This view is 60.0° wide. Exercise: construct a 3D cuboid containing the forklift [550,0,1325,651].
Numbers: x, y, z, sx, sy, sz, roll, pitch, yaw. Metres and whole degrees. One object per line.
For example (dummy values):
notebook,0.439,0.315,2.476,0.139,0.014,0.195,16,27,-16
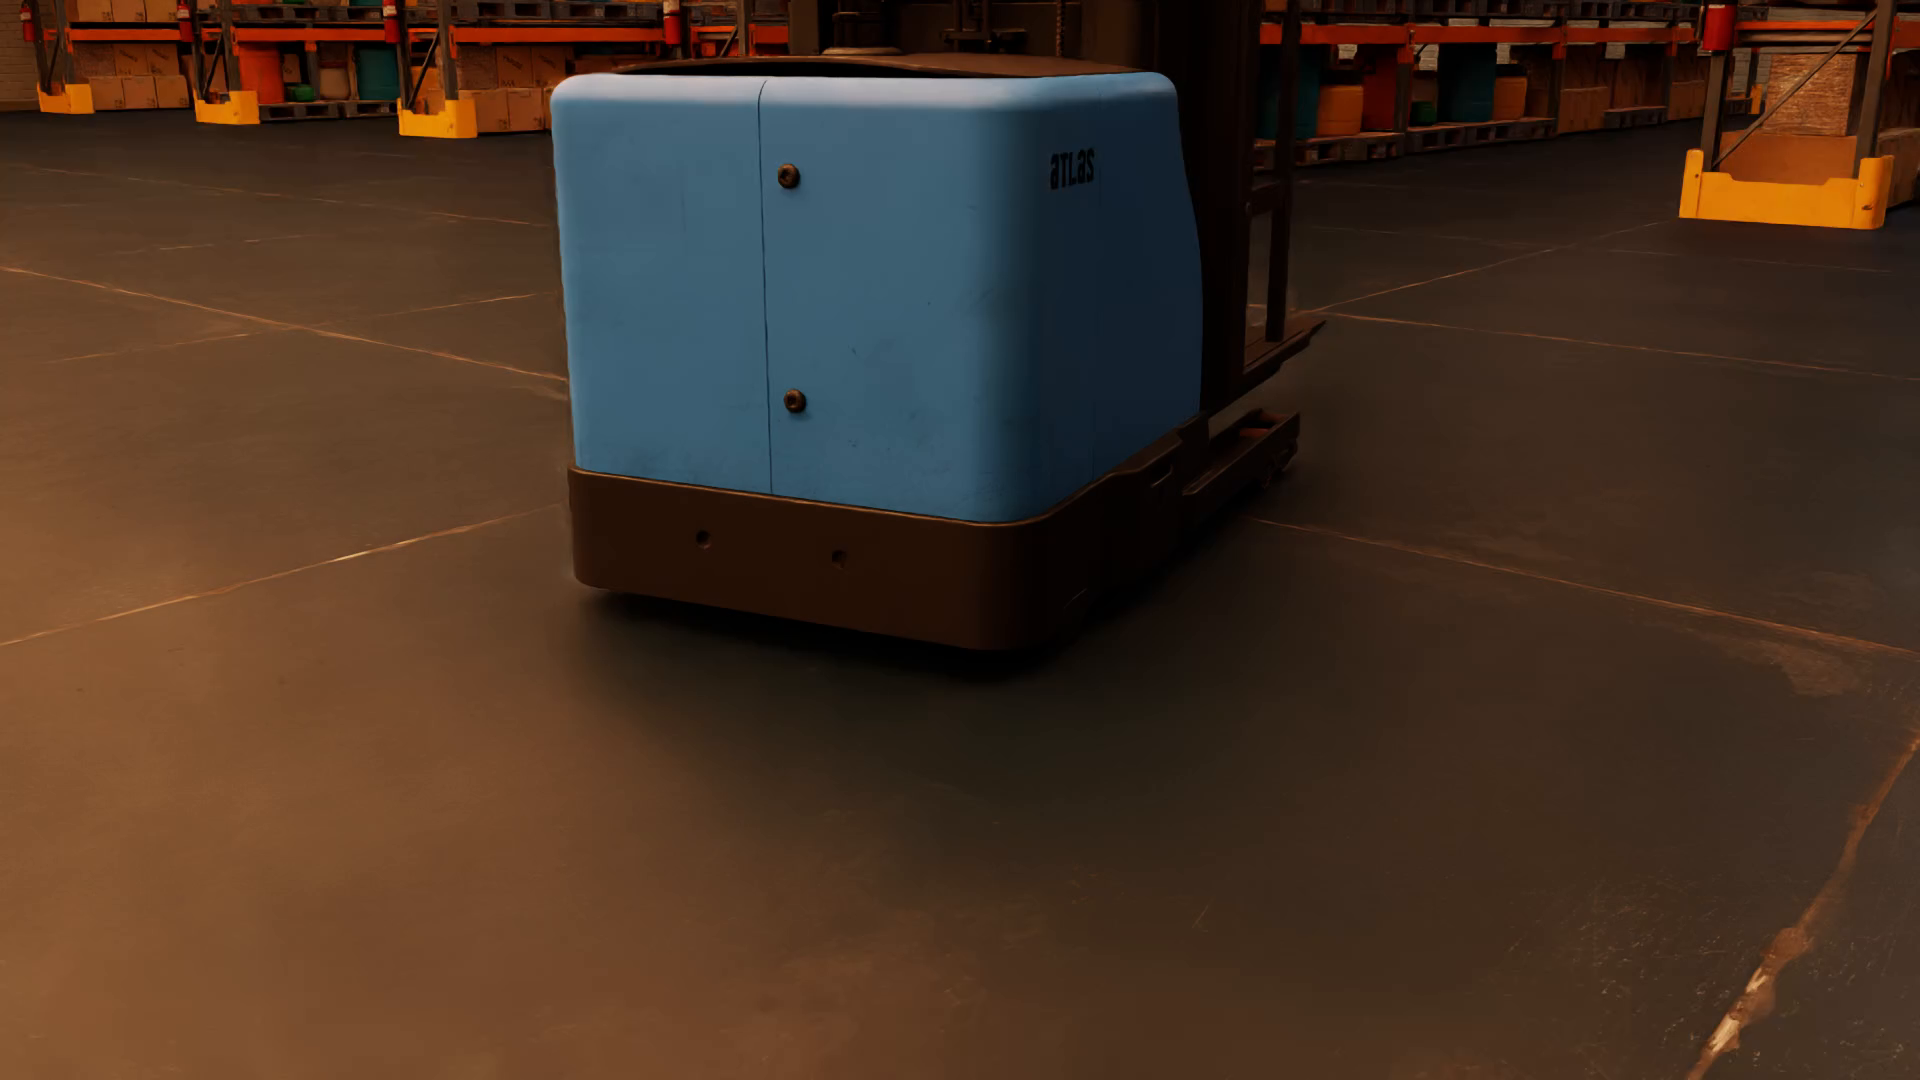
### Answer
forklift,0.284,-1.583,4.110,1.130,2.935,3.031,8,19,24
